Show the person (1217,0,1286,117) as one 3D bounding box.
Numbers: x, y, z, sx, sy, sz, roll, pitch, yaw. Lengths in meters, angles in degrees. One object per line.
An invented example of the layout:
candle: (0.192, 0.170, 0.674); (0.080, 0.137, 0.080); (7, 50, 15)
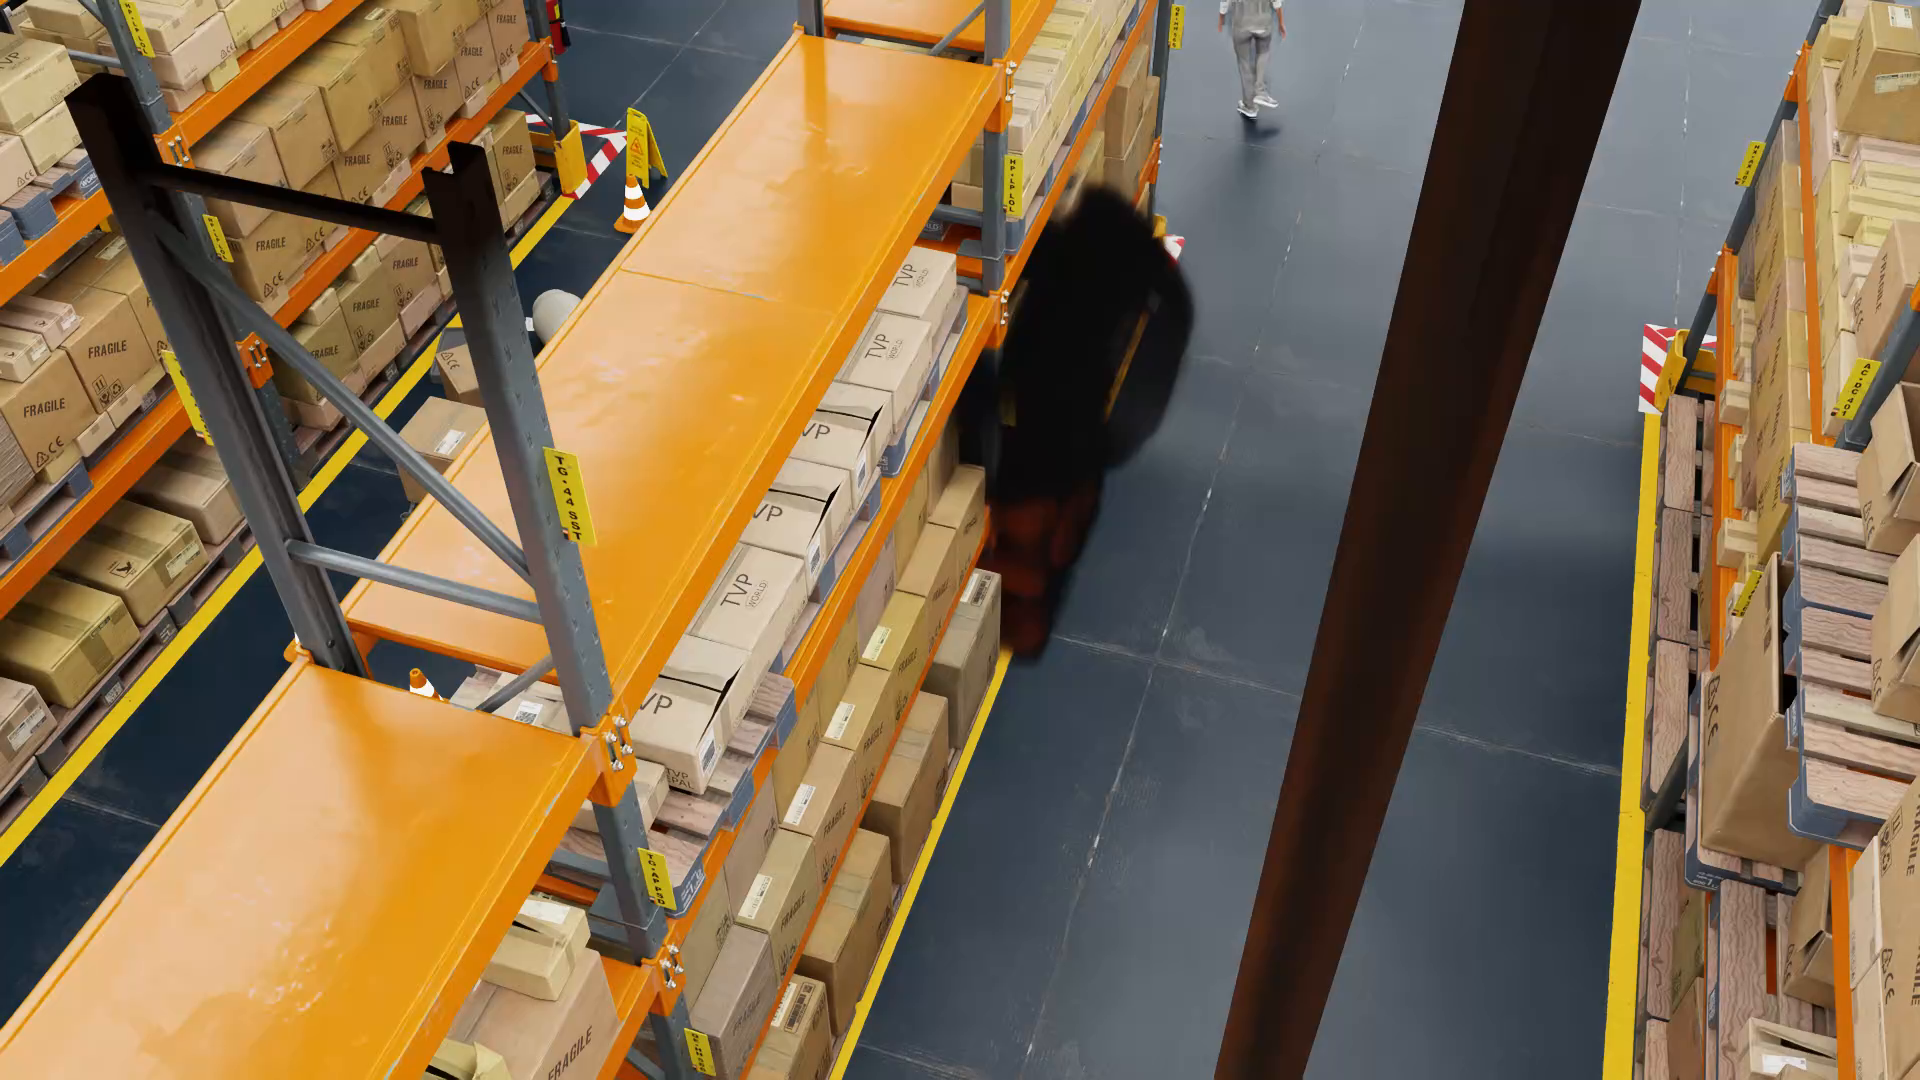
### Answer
person: (2.528, -4.430, 14.391); (0.569, 1.558, 0.534); (-2, 46, -2)
